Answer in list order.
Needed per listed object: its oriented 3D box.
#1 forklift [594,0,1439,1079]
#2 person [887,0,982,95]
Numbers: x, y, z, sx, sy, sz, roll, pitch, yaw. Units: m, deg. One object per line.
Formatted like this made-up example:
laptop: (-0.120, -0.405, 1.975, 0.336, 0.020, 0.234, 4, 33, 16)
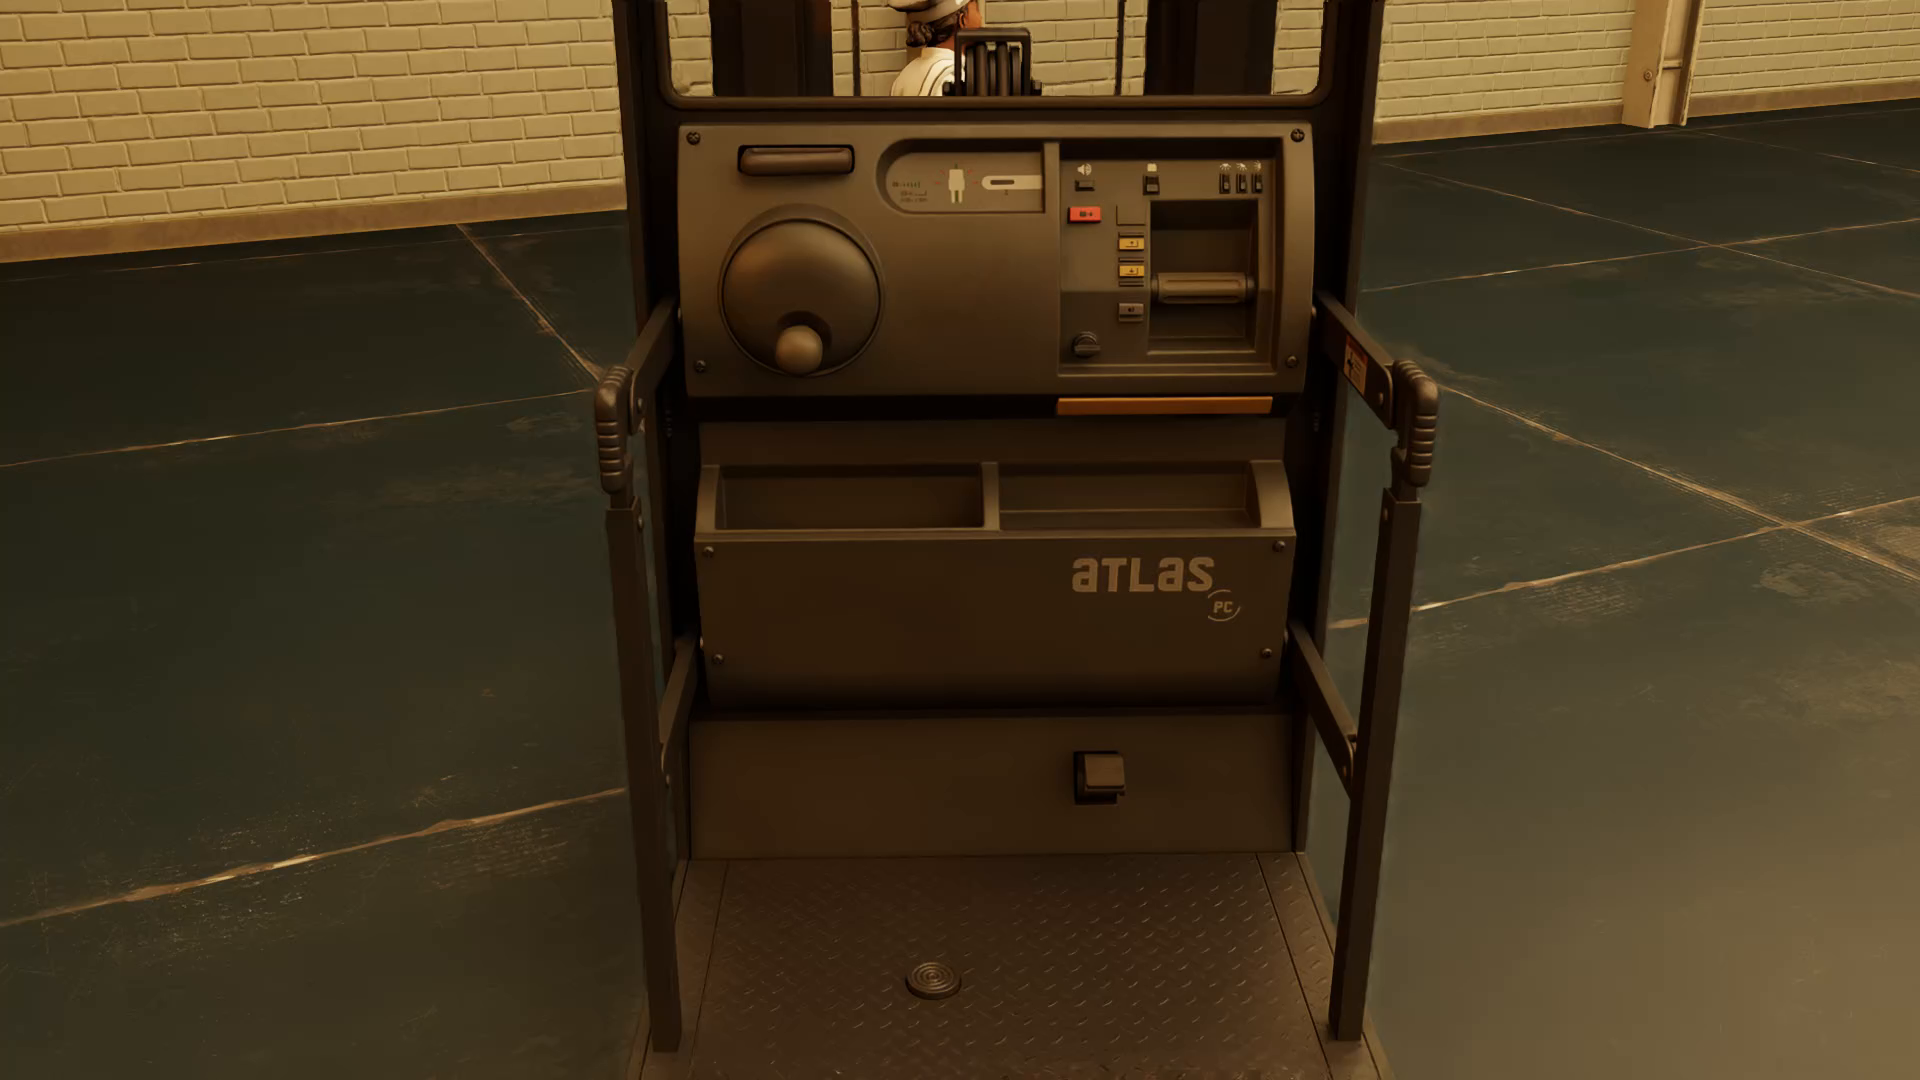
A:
forklift: (0.062, -0.400, 2.249, 1.130, 2.935, 3.031, -1, 23, -1)
person: (0.076, -0.794, 4.791, 0.530, 1.694, 0.569, -10, 25, -23)
